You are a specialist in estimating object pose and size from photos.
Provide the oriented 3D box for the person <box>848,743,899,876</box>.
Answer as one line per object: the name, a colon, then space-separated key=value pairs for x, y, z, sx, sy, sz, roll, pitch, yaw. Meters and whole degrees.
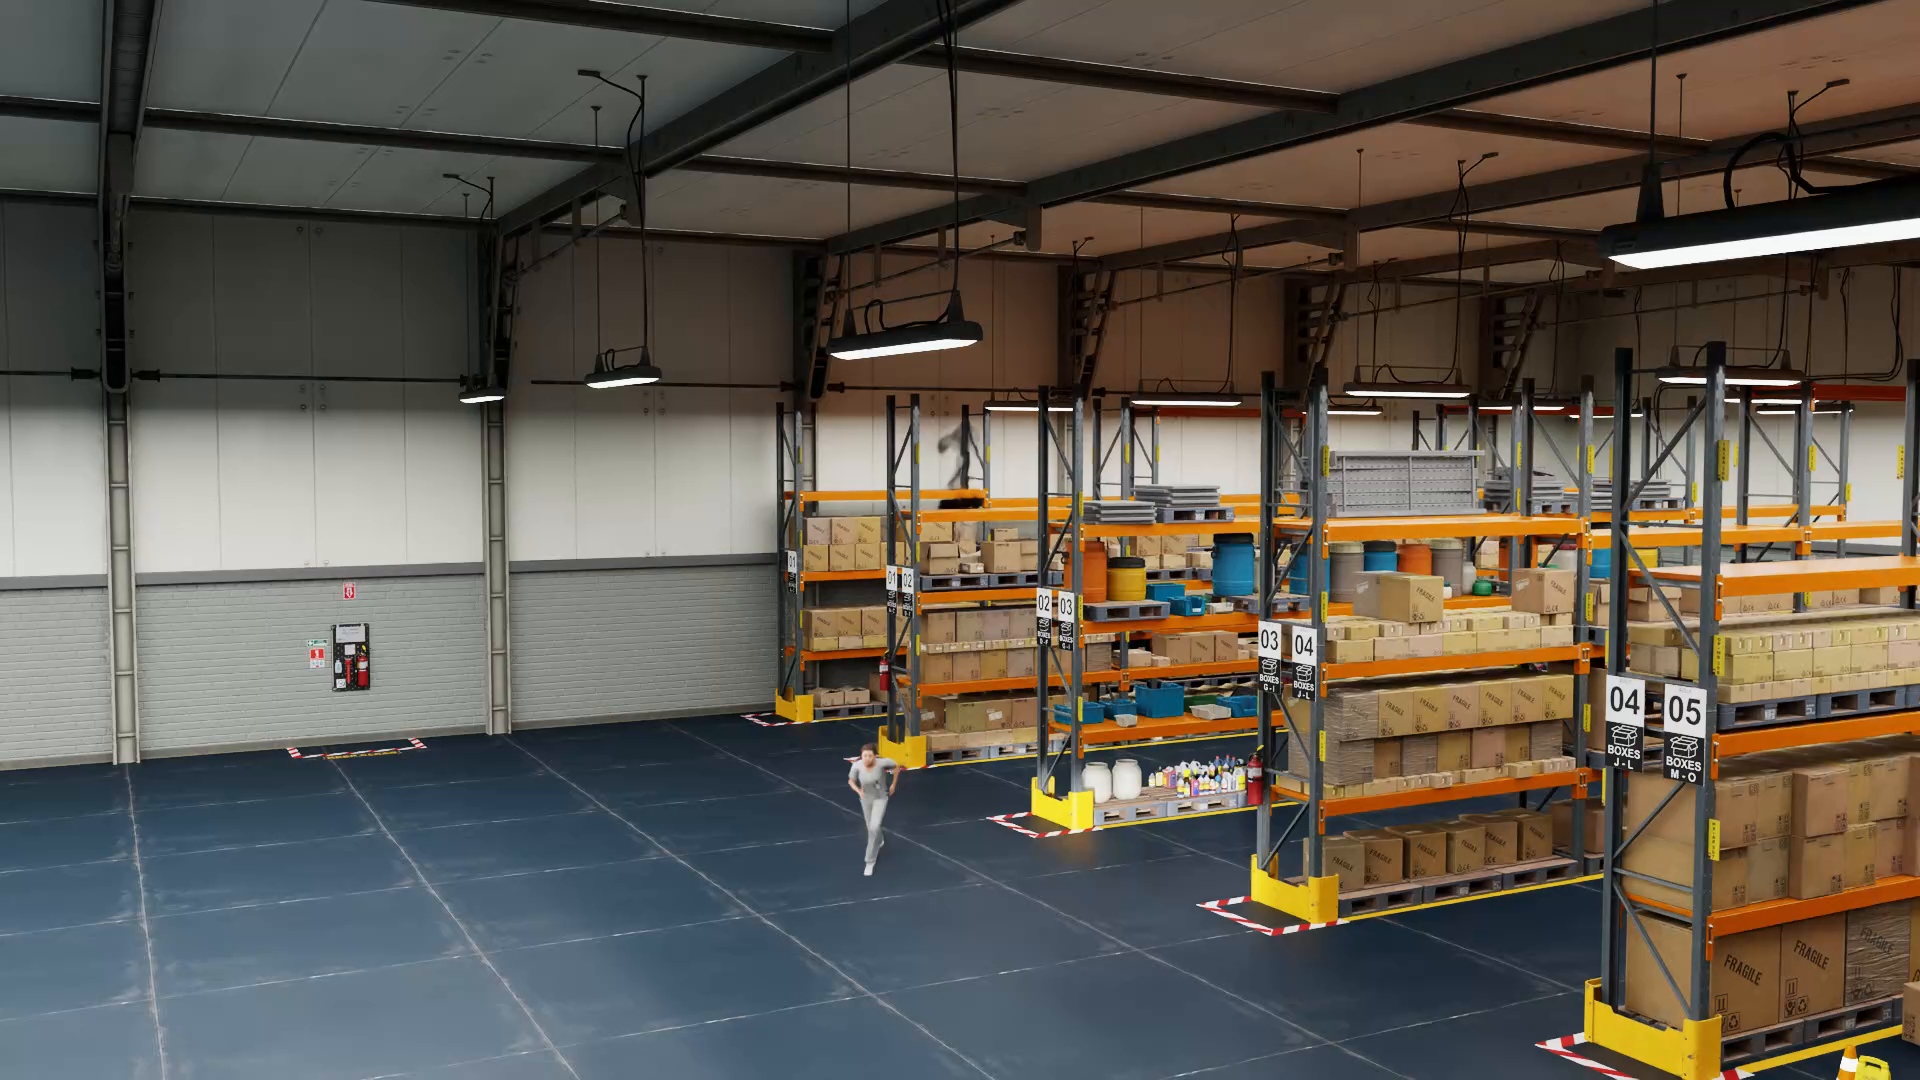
person: x=-1.041 y=3.240 z=20.415 sx=0.606 sy=1.626 sz=0.958 roll=0 pitch=3 yaw=5
